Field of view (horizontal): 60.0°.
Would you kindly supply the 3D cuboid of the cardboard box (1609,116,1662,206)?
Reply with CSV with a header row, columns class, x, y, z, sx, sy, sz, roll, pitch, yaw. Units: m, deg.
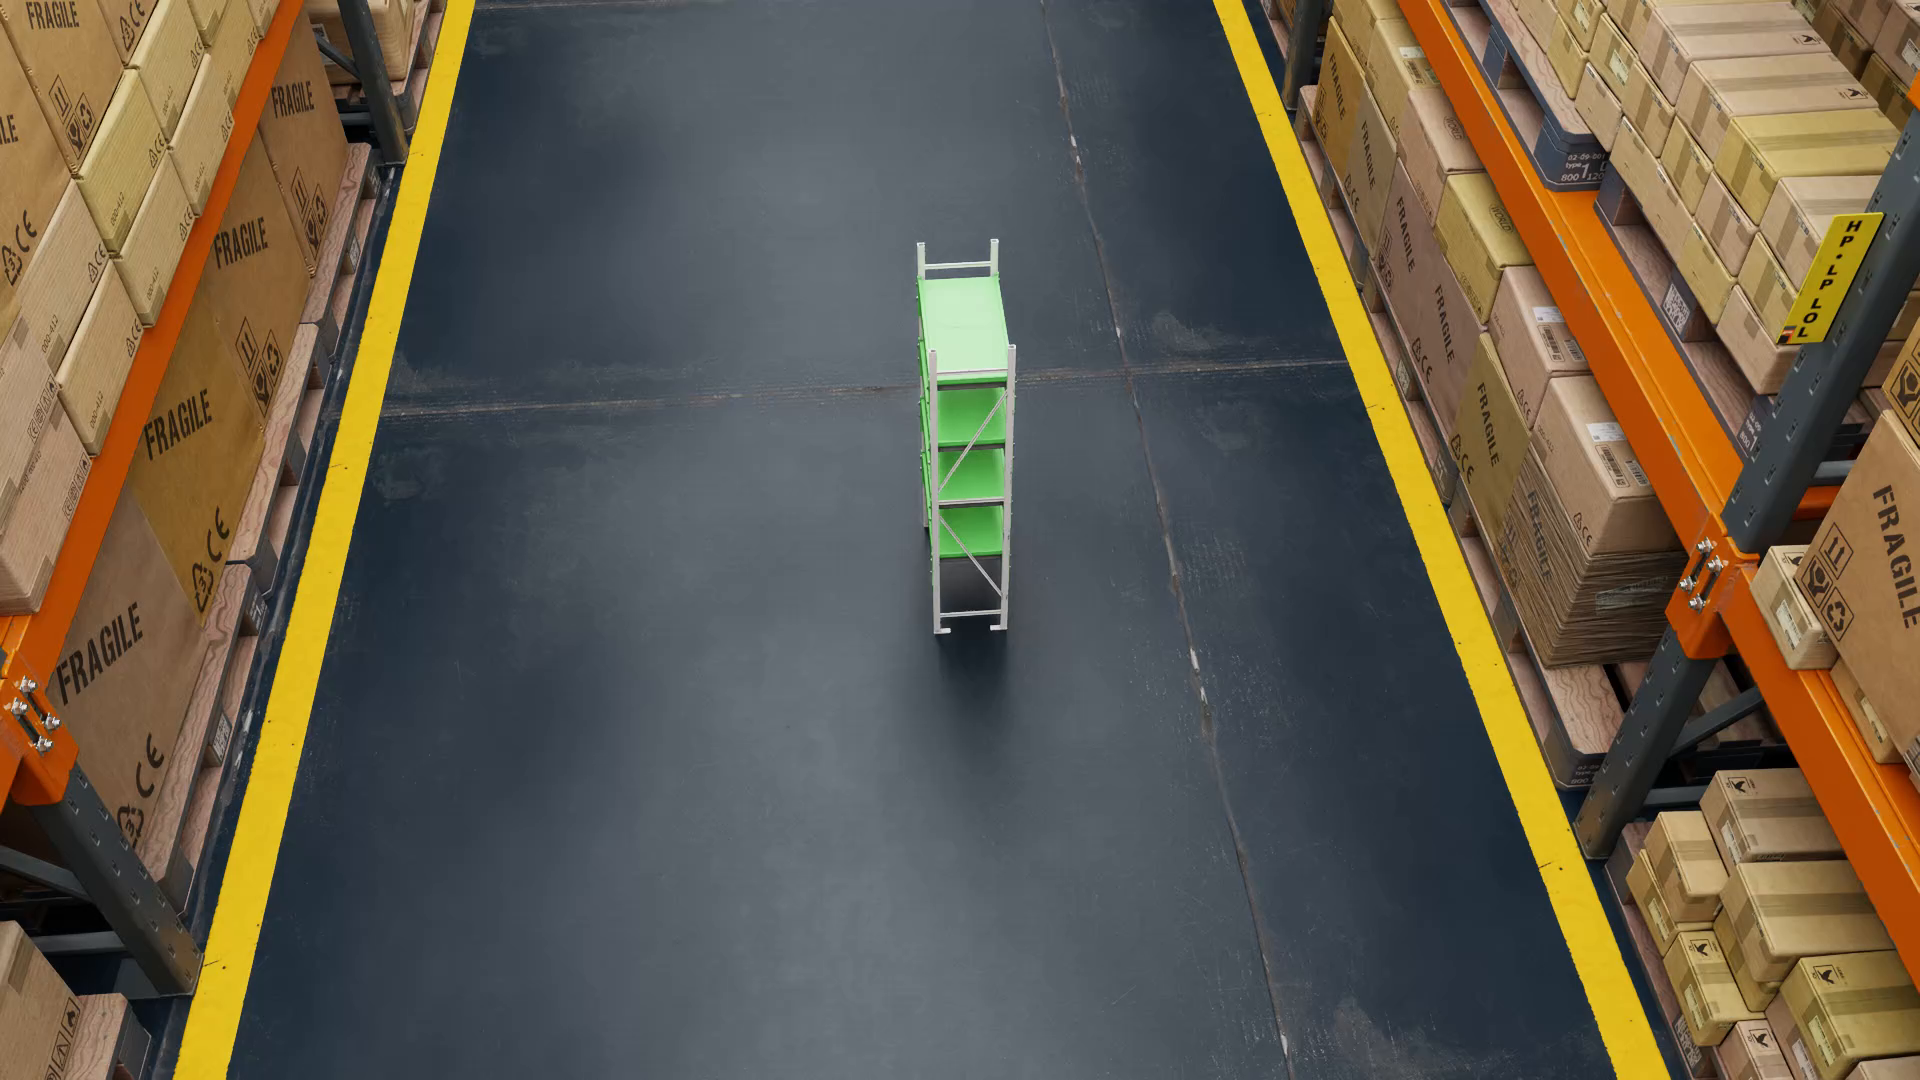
class,x,y,z,sx,sy,sz,roll,pitch,yaw
cardboard box,2.029,-1.050,4.562,0.380,0.149,0.250,-6,47,-5

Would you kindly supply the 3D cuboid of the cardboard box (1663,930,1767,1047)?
class,x,y,z,sx,sy,sz,roll,pitch,yaw
cardboard box,2.054,1.145,4.274,0.380,0.149,0.250,-2,47,-2

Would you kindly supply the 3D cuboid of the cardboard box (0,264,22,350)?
class,x,y,z,sx,sy,sz,roll,pitch,yaw
cardboard box,-2.353,-0.507,3.406,0.500,0.500,0.500,-3,47,-3

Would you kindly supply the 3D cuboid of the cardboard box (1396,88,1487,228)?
class,x,y,z,sx,sy,sz,roll,pitch,yaw
cardboard box,1.874,-1.364,5.892,0.500,0.250,0.500,-3,47,-3

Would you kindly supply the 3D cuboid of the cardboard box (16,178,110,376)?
class,x,y,z,sx,sy,sz,roll,pitch,yaw
cardboard box,-2.430,-0.624,4.034,0.500,0.250,0.500,-3,47,-3

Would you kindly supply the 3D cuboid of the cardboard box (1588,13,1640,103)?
class,x,y,z,sx,sy,sz,roll,pitch,yaw
cardboard box,2.002,-1.359,4.650,0.380,0.149,0.250,-6,47,-5

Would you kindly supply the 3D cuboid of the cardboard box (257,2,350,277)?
class,x,y,z,sx,sy,sz,roll,pitch,yaw
cardboard box,-2.963,-1.596,6.369,0.875,0.875,0.875,-4,47,-4

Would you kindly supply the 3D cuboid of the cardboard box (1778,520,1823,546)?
class,x,y,z,sx,sy,sz,roll,pitch,yaw
cardboard box,2.523,-0.260,4.846,0.500,0.250,0.500,-5,47,-5

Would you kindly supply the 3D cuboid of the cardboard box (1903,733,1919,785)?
class,x,y,z,sx,sy,sz,roll,pitch,yaw
cardboard box,2.160,0.428,3.005,0.500,0.500,0.500,-3,47,-3

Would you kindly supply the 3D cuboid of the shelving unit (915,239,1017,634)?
class,x,y,z,sx,sy,sz,roll,pitch,yaw
shelving unit,0.014,-0.293,5.201,0.258,1.200,0.503,-3,47,-3

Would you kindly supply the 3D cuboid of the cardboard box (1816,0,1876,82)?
class,x,y,z,sx,sy,sz,roll,pitch,yaw
cardboard box,2.654,-1.397,4.686,0.380,0.149,0.250,-2,47,-2

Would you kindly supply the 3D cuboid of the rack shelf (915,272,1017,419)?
class,x,y,z,sx,sy,sz,roll,pitch,yaw
rack shelf,0.014,-0.579,4.899,0.258,0.148,0.480,-3,47,-3

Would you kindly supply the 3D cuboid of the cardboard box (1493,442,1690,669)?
class,x,y,z,sx,sy,sz,roll,pitch,yaw
cardboard box,2.008,0.028,5.090,0.500,0.500,0.500,-4,47,-4

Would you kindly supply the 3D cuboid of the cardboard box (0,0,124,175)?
class,x,y,z,sx,sy,sz,roll,pitch,yaw
cardboard box,-2.463,-1.236,4.097,0.500,0.500,0.500,-5,47,-4

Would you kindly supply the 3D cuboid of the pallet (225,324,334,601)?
class,x,y,z,sx,sy,sz,roll,pitch,yaw
pallet,-2.848,-0.272,5.862,1.003,0.211,1.213,-3,47,-3

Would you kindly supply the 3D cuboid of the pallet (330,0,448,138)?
class,x,y,z,sx,sy,sz,roll,pitch,yaw
pallet,-3.002,-2.293,7.776,1.003,0.211,1.213,-3,47,-3

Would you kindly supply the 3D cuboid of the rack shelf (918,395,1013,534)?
class,x,y,z,sx,sy,sz,roll,pitch,yaw
rack shelf,0.014,-0.249,5.247,0.258,0.148,0.480,-3,47,-3

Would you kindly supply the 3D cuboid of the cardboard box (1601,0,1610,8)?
class,x,y,z,sx,sy,sz,roll,pitch,yaw
cardboard box,1.985,-1.651,4.722,0.380,0.149,0.250,-5,47,-5

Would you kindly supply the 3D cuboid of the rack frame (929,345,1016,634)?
class,x,y,z,sx,sy,sz,roll,pitch,yaw
rack frame,0.034,-0.116,5.034,0.240,1.200,0.015,-3,47,-3

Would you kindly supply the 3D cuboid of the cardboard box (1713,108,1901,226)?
class,x,y,z,sx,sy,sz,roll,pitch,yaw
cardboard box,2.070,-0.902,4.012,0.380,0.149,0.250,-5,47,-4

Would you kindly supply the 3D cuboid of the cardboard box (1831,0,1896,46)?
class,x,y,z,sx,sy,sz,roll,pitch,yaw
cardboard box,2.658,-1.495,4.574,0.380,0.149,0.250,-4,47,-4

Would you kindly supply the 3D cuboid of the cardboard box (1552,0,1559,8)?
class,x,y,z,sx,sy,sz,roll,pitch,yaw
cardboard box,1.962,-1.732,5.004,0.380,0.149,0.250,-2,47,-2

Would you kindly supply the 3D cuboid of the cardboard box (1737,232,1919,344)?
class,x,y,z,sx,sy,sz,roll,pitch,yaw
cardboard box,2.091,-0.603,3.934,0.380,0.149,0.250,-2,47,-2

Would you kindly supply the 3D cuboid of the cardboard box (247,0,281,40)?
class,x,y,z,sx,sy,sz,roll,pitch,yaw
cardboard box,-2.578,-1.916,5.602,0.500,0.250,0.500,-3,47,-3

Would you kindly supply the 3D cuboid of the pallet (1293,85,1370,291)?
class,x,y,z,sx,sy,sz,roll,pitch,yaw
pallet,2.050,-1.536,7.060,1.003,0.211,1.213,-3,47,-3

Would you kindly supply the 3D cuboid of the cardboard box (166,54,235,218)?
class,x,y,z,sx,sy,sz,roll,pitch,yaw
cardboard box,-2.481,-1.184,4.908,0.500,0.250,0.500,-4,47,-4

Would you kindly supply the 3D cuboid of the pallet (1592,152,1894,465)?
class,x,y,z,sx,sy,sz,roll,pitch,yaw
pallet,2.402,-0.662,4.444,1.003,0.211,1.213,-3,47,-3

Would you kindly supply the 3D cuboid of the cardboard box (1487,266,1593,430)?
class,x,y,z,sx,sy,sz,roll,pitch,yaw
cardboard box,1.977,-0.606,5.173,0.500,0.250,0.500,-1,47,-1

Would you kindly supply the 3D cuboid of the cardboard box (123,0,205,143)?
class,x,y,z,sx,sy,sz,roll,pitch,yaw
cardboard box,-2.491,-1.356,4.728,0.500,0.250,0.500,-5,47,-4

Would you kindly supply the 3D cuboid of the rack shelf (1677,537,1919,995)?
class,x,y,z,sx,sy,sz,roll,pitch,yaw
rack shelf,2.489,1.528,2.733,1.077,0.370,4.000,-3,47,-3

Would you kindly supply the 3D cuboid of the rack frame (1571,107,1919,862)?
class,x,y,z,sx,sy,sz,roll,pitch,yaw
rack frame,2.321,-0.167,3.842,1.000,3.000,0.127,-3,47,-3

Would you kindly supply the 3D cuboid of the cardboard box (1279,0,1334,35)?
class,x,y,z,sx,sy,sz,roll,pitch,yaw
cardboard box,2.025,-2.877,7.669,1.050,0.750,0.750,-4,47,-4

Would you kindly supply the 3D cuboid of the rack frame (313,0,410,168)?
class,x,y,z,sx,sy,sz,roll,pitch,yaw
rack frame,-2.938,-2.687,6.229,1.000,3.000,0.127,-3,47,-3

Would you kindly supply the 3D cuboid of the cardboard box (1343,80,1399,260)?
class,x,y,z,sx,sy,sz,roll,pitch,yaw
cardboard box,1.837,-1.455,6.494,0.500,0.500,0.500,-3,47,-3

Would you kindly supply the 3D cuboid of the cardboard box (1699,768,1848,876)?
class,x,y,z,sx,sy,sz,roll,pitch,yaw
cardboard box,2.144,0.727,4.260,0.380,0.149,0.250,-2,47,-2

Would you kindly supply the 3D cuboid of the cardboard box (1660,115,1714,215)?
class,x,y,z,sx,sy,sz,roll,pitch,yaw
cardboard box,2.050,-0.973,4.284,0.380,0.149,0.250,-2,47,-2

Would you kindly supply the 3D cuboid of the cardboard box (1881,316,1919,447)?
class,x,y,z,sx,sy,sz,roll,pitch,yaw
cardboard box,2.116,-0.306,3.011,0.500,0.500,0.500,-2,47,-2

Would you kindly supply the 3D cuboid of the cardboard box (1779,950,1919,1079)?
class,x,y,z,sx,sy,sz,roll,pitch,yaw
cardboard box,2.178,1.109,3.898,0.380,0.149,0.250,-4,47,-4

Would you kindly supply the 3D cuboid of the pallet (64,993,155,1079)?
class,x,y,z,sx,sy,sz,roll,pitch,yaw
pallet,-2.617,1.721,3.975,1.003,0.211,1.213,-3,47,-3

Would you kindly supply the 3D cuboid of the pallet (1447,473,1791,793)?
class,x,y,z,sx,sy,sz,roll,pitch,yaw
pallet,2.255,0.229,5.388,1.003,0.211,1.213,-3,47,-3

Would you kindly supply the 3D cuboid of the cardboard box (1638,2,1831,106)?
class,x,y,z,sx,sy,sz,roll,pitch,yaw
cardboard box,2.028,-1.279,4.369,0.380,0.149,0.250,-4,47,-3

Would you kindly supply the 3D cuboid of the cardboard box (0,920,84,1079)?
class,x,y,z,sx,sy,sz,roll,pitch,yaw
cardboard box,-2.657,1.405,3.829,0.875,0.438,0.875,-4,47,-4

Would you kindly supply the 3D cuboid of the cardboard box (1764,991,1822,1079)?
class,x,y,z,sx,sy,sz,roll,pitch,yaw
cardboard box,2.200,1.200,4.017,0.380,0.149,0.250,-4,47,-4

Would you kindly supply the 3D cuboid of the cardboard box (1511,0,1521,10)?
class,x,y,z,sx,sy,sz,roll,pitch,yaw
cardboard box,1.936,-1.823,5.295,0.380,0.149,0.250,-3,47,-3

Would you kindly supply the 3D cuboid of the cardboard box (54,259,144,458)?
class,x,y,z,sx,sy,sz,roll,pitch,yaw
cardboard box,-2.422,-0.450,4.213,0.500,0.250,0.500,-5,47,-4

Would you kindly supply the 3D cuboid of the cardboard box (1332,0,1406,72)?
class,x,y,z,sx,sy,sz,roll,pitch,yaw
cardboard box,1.803,-2.090,6.579,0.500,0.250,0.500,-5,47,-5

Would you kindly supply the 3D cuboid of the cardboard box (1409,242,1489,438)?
class,x,y,z,sx,sy,sz,roll,pitch,yaw
cardboard box,1.927,-0.714,5.793,0.500,0.500,0.500,-4,47,-4

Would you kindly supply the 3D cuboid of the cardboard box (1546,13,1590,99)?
class,x,y,z,sx,sy,sz,roll,pitch,yaw
cardboard box,1.978,-1.442,4.934,0.380,0.149,0.250,-2,47,-2

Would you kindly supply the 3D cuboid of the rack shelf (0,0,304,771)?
class,x,y,z,sx,sy,sz,roll,pitch,yaw
rack shelf,-2.770,-0.992,5.119,1.077,0.370,4.000,-3,47,-3

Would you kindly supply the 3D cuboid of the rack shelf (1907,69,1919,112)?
class,x,y,z,sx,sy,sz,roll,pitch,yaw
rack shelf,2.154,-2.398,4.384,1.077,0.370,4.000,-3,47,-3

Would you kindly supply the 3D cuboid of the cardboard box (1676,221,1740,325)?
class,x,y,z,sx,sy,sz,roll,pitch,yaw
cardboard box,2.068,-0.688,4.219,0.380,0.149,0.250,-3,47,-3

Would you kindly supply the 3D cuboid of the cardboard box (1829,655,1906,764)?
class,x,y,z,sx,sy,sz,roll,pitch,yaw
cardboard box,2.114,0.327,3.547,0.380,0.149,0.250,-2,47,-2

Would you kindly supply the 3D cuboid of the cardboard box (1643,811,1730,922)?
class,x,y,z,sx,sy,sz,roll,pitch,yaw
cardboard box,2.033,0.849,4.350,0.380,0.149,0.250,-2,47,-1

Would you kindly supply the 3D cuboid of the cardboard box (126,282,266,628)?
class,x,y,z,sx,sy,sz,roll,pitch,yaw
cardboard box,-2.818,-0.303,5.145,0.875,0.875,0.875,-2,47,-2
